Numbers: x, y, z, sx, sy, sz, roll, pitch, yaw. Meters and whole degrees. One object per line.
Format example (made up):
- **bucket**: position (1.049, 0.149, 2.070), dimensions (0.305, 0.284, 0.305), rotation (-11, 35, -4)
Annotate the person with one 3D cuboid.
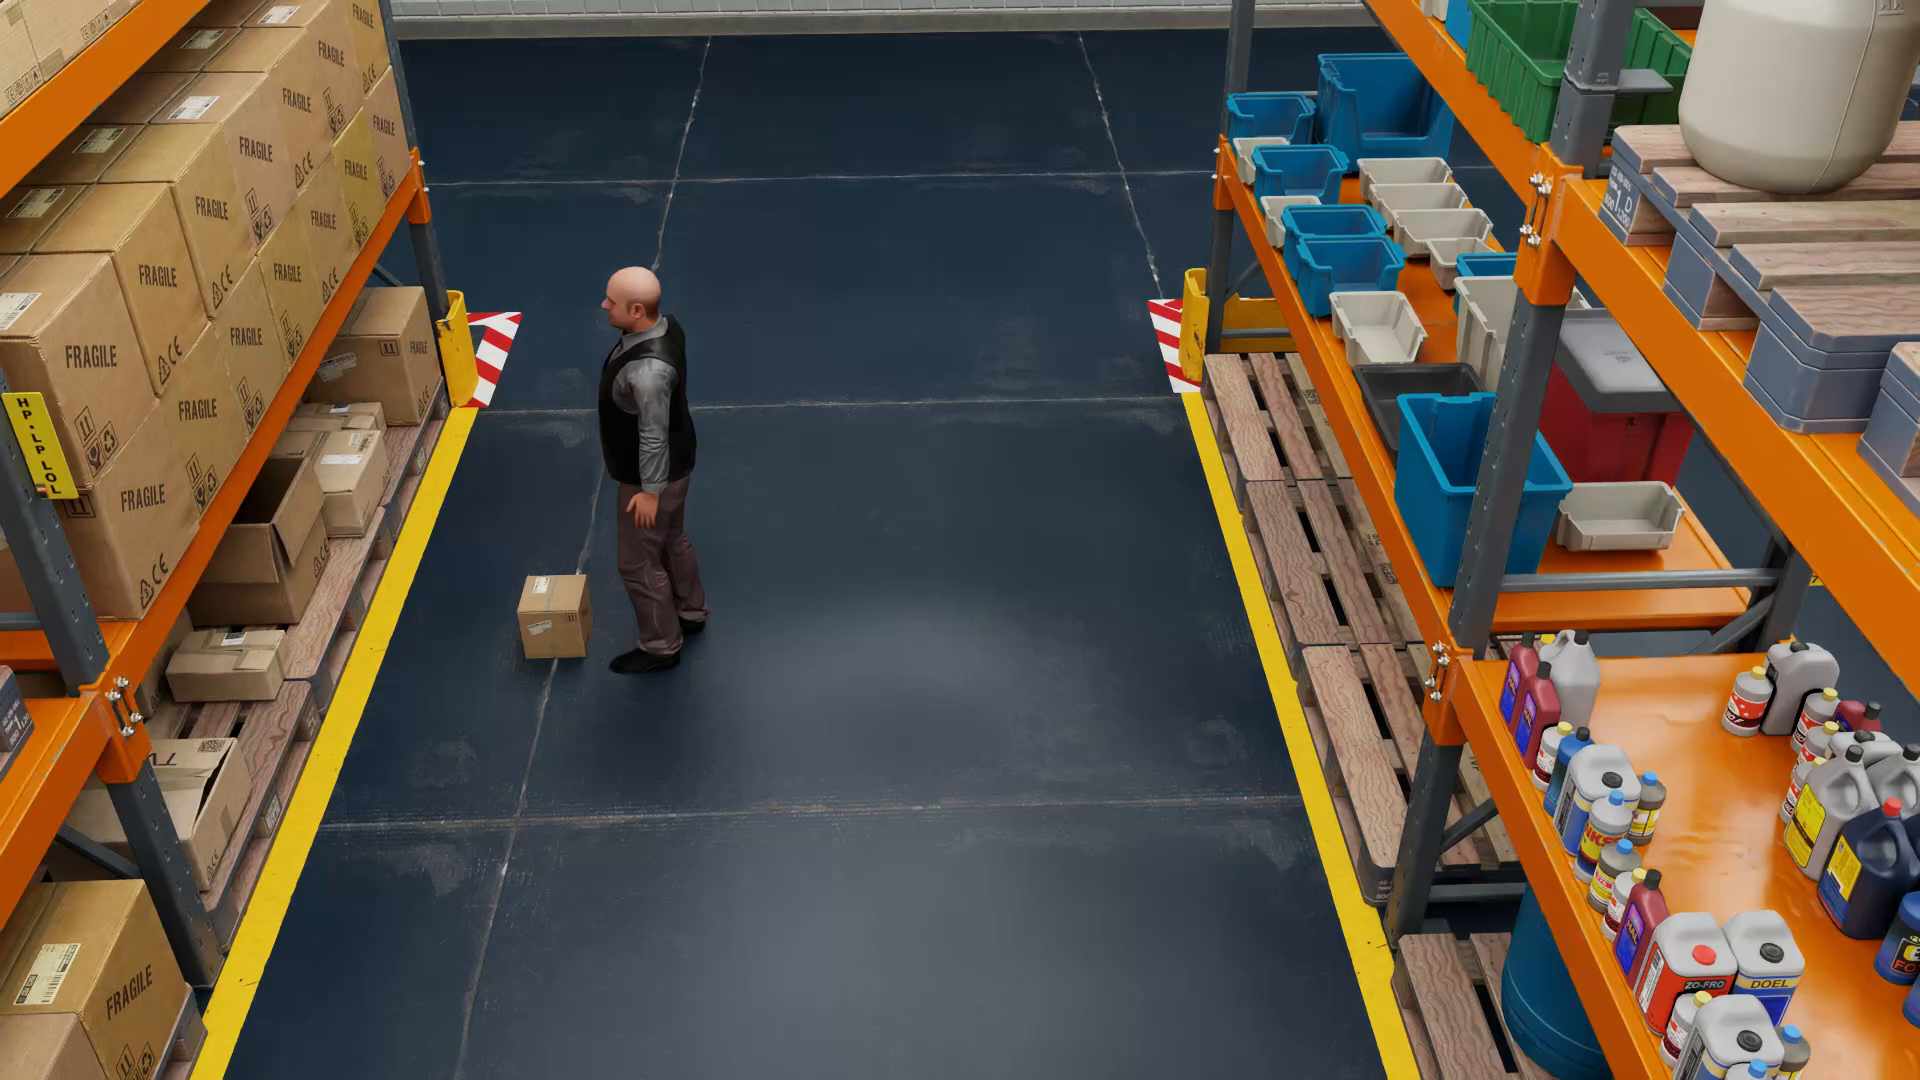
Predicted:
- **person**: position (-1.255, -0.280, 6.588), dimensions (0.431, 1.745, 0.555), rotation (-2, 35, -2)
